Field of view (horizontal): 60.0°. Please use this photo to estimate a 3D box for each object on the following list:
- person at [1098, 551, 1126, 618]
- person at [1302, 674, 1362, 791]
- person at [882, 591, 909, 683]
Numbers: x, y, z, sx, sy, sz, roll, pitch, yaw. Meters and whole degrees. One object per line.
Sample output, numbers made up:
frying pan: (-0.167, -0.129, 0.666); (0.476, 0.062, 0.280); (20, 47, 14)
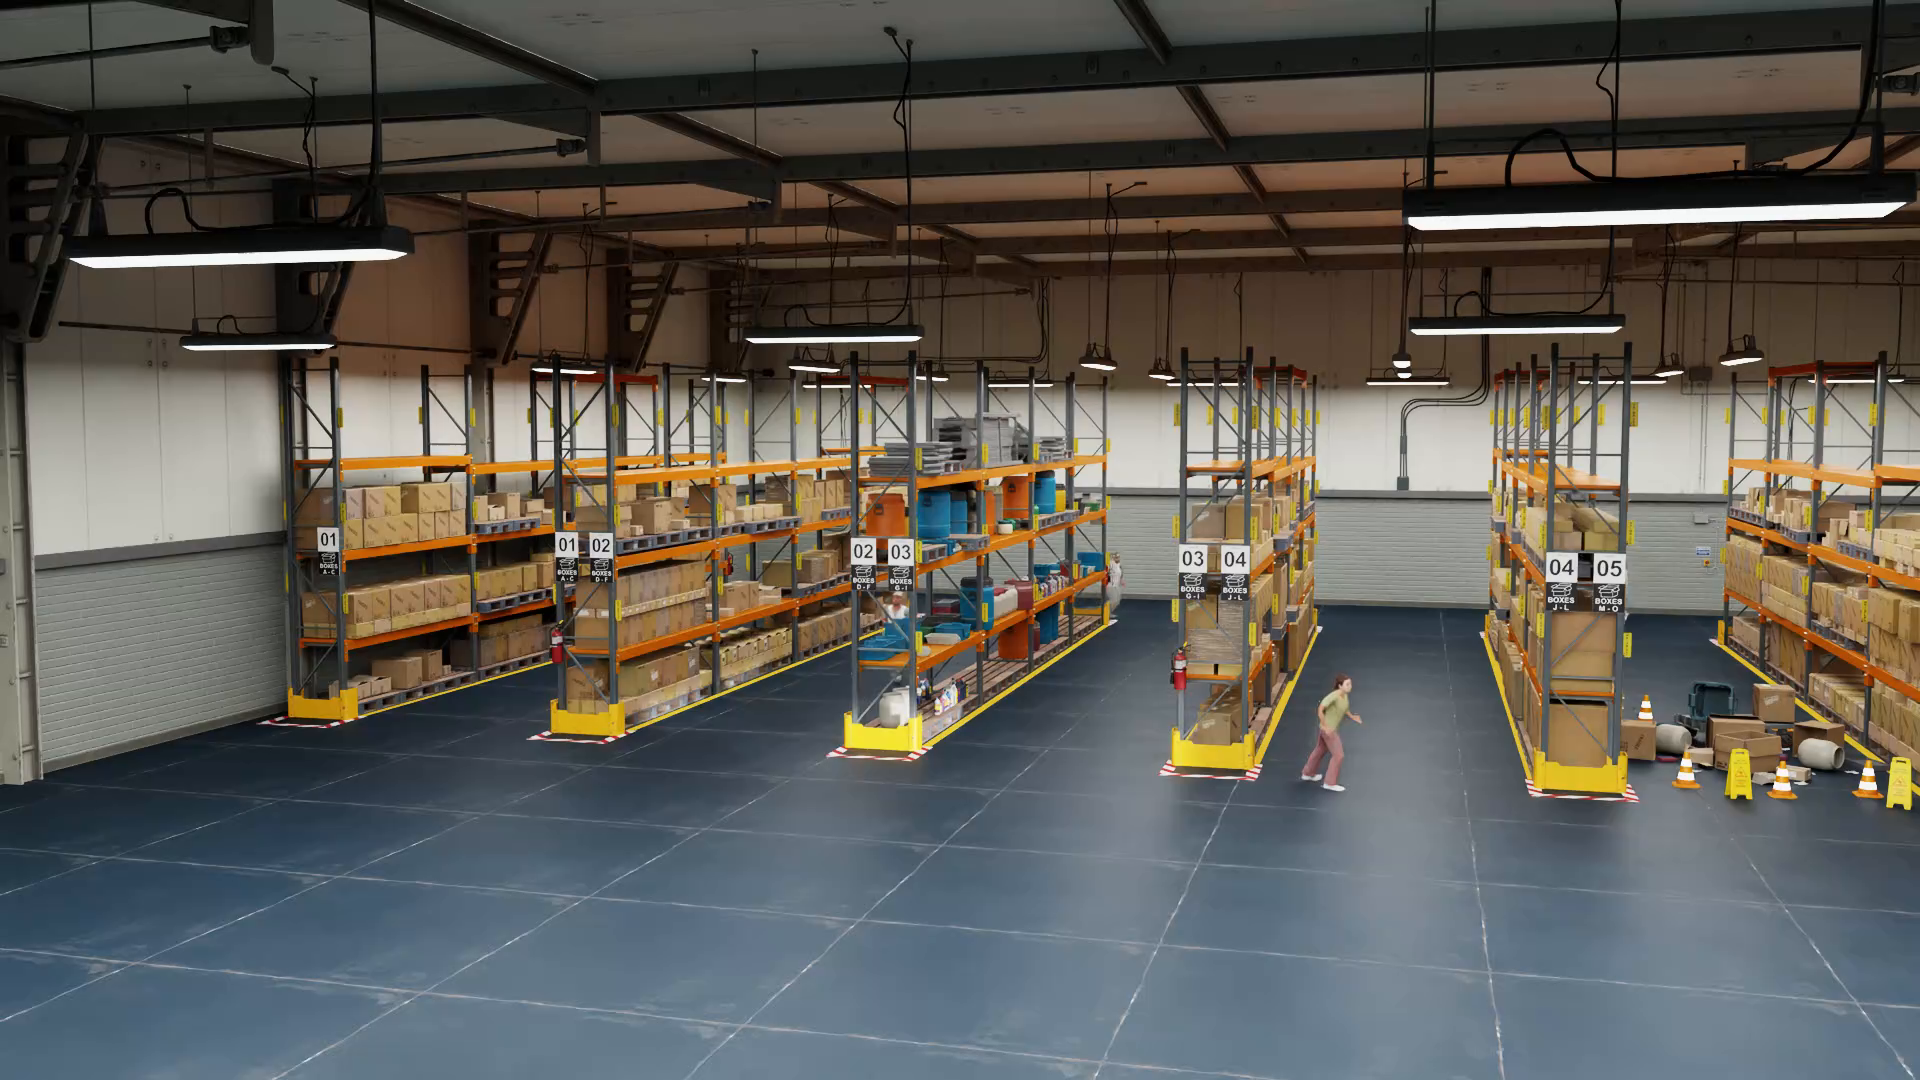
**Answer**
person: (3.758, 1.115, 41.458); (0.639, 1.694, 0.681); (2, 5, 25)
person: (4.998, 2.571, 22.471); (0.845, 1.594, 0.641); (2, 5, 29)
person: (-1.214, 1.832, 31.288); (0.648, 1.742, 0.593); (1, 4, 13)
